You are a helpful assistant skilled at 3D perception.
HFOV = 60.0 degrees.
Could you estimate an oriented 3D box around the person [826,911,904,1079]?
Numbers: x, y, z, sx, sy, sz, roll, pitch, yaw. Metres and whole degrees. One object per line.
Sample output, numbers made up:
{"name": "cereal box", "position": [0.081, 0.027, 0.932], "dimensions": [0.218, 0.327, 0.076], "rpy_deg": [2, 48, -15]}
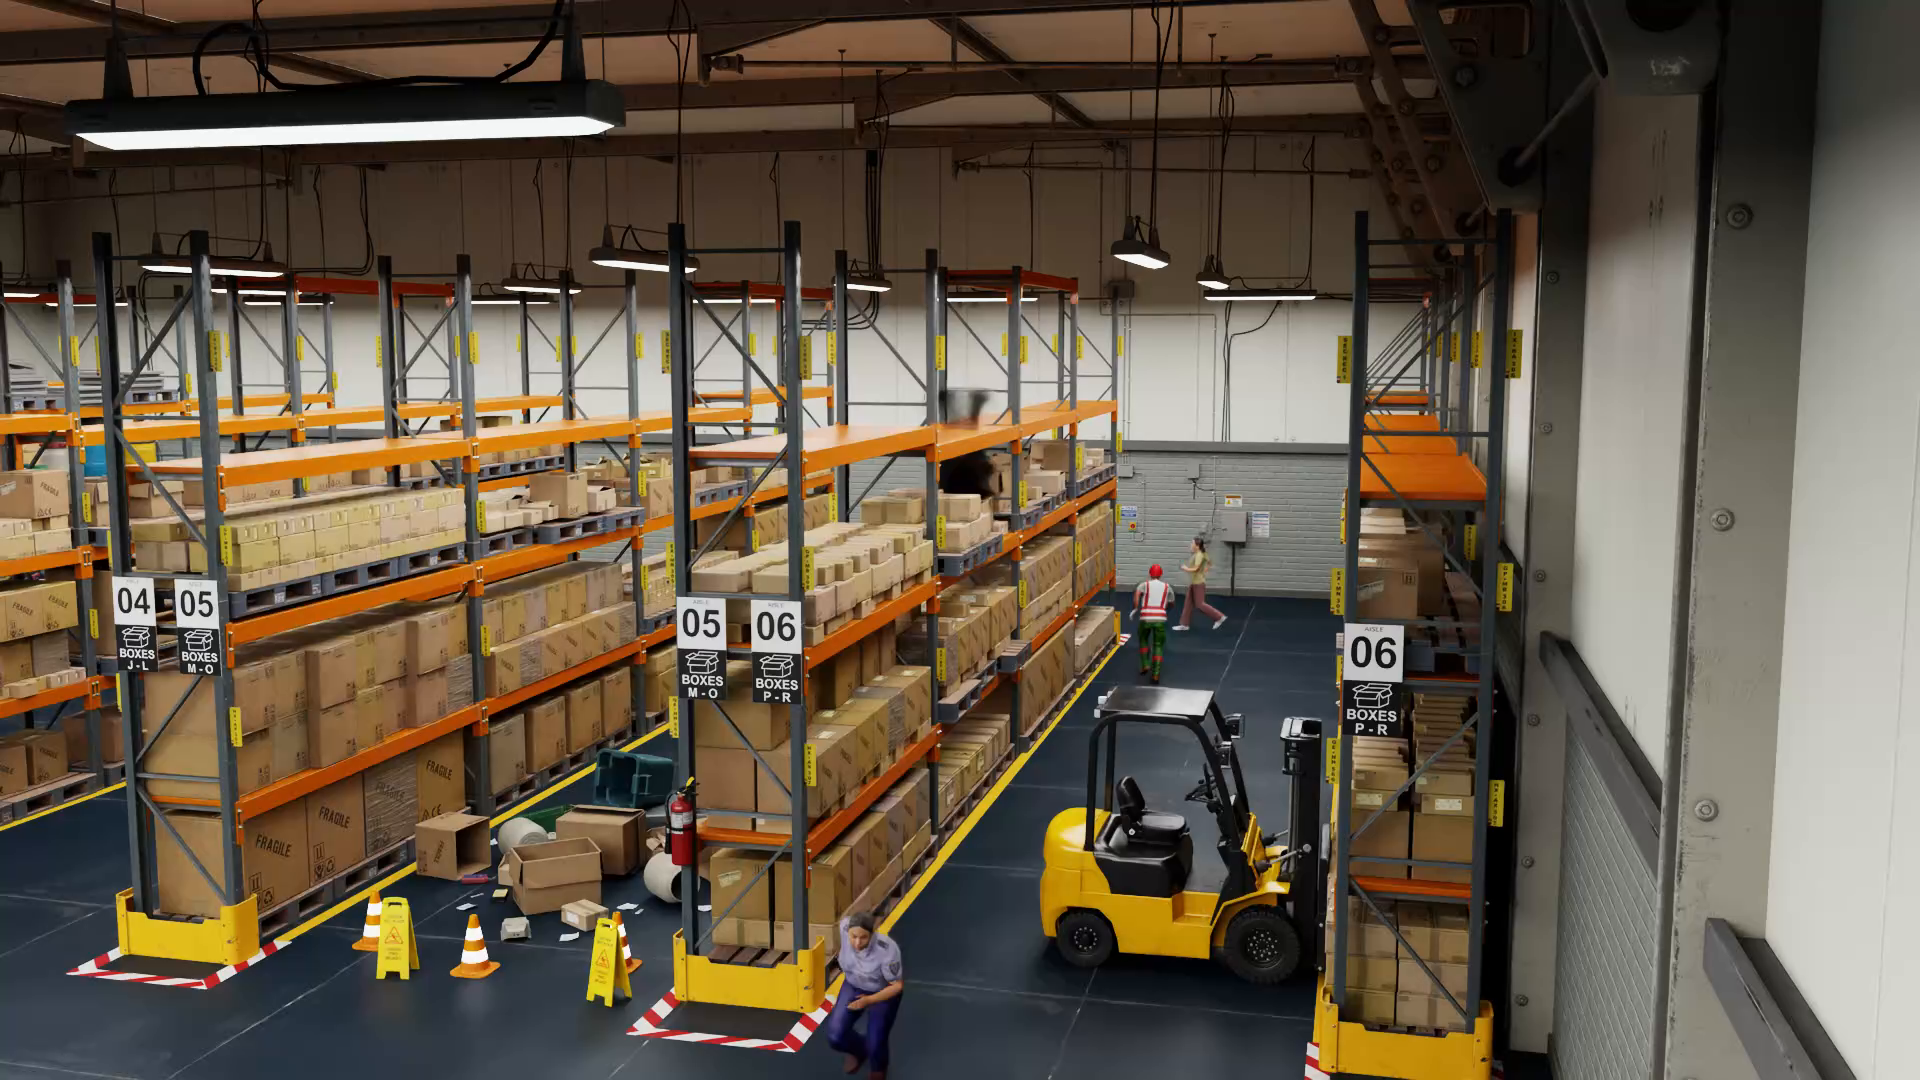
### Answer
{"name": "person", "position": [-0.620, 3.104, 11.228], "dimensions": [0.615, 1.423, 0.923], "rpy_deg": [3, 7, 20]}

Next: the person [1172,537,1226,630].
{"name": "person", "position": [4.189, 0.775, 29.061], "dimensions": [0.944, 1.652, 0.589], "rpy_deg": [1, 7, 12]}

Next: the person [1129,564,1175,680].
{"name": "person", "position": [2.917, 1.239, 25.263], "dimensions": [0.693, 1.717, 0.963], "rpy_deg": [1, 7, 5]}
